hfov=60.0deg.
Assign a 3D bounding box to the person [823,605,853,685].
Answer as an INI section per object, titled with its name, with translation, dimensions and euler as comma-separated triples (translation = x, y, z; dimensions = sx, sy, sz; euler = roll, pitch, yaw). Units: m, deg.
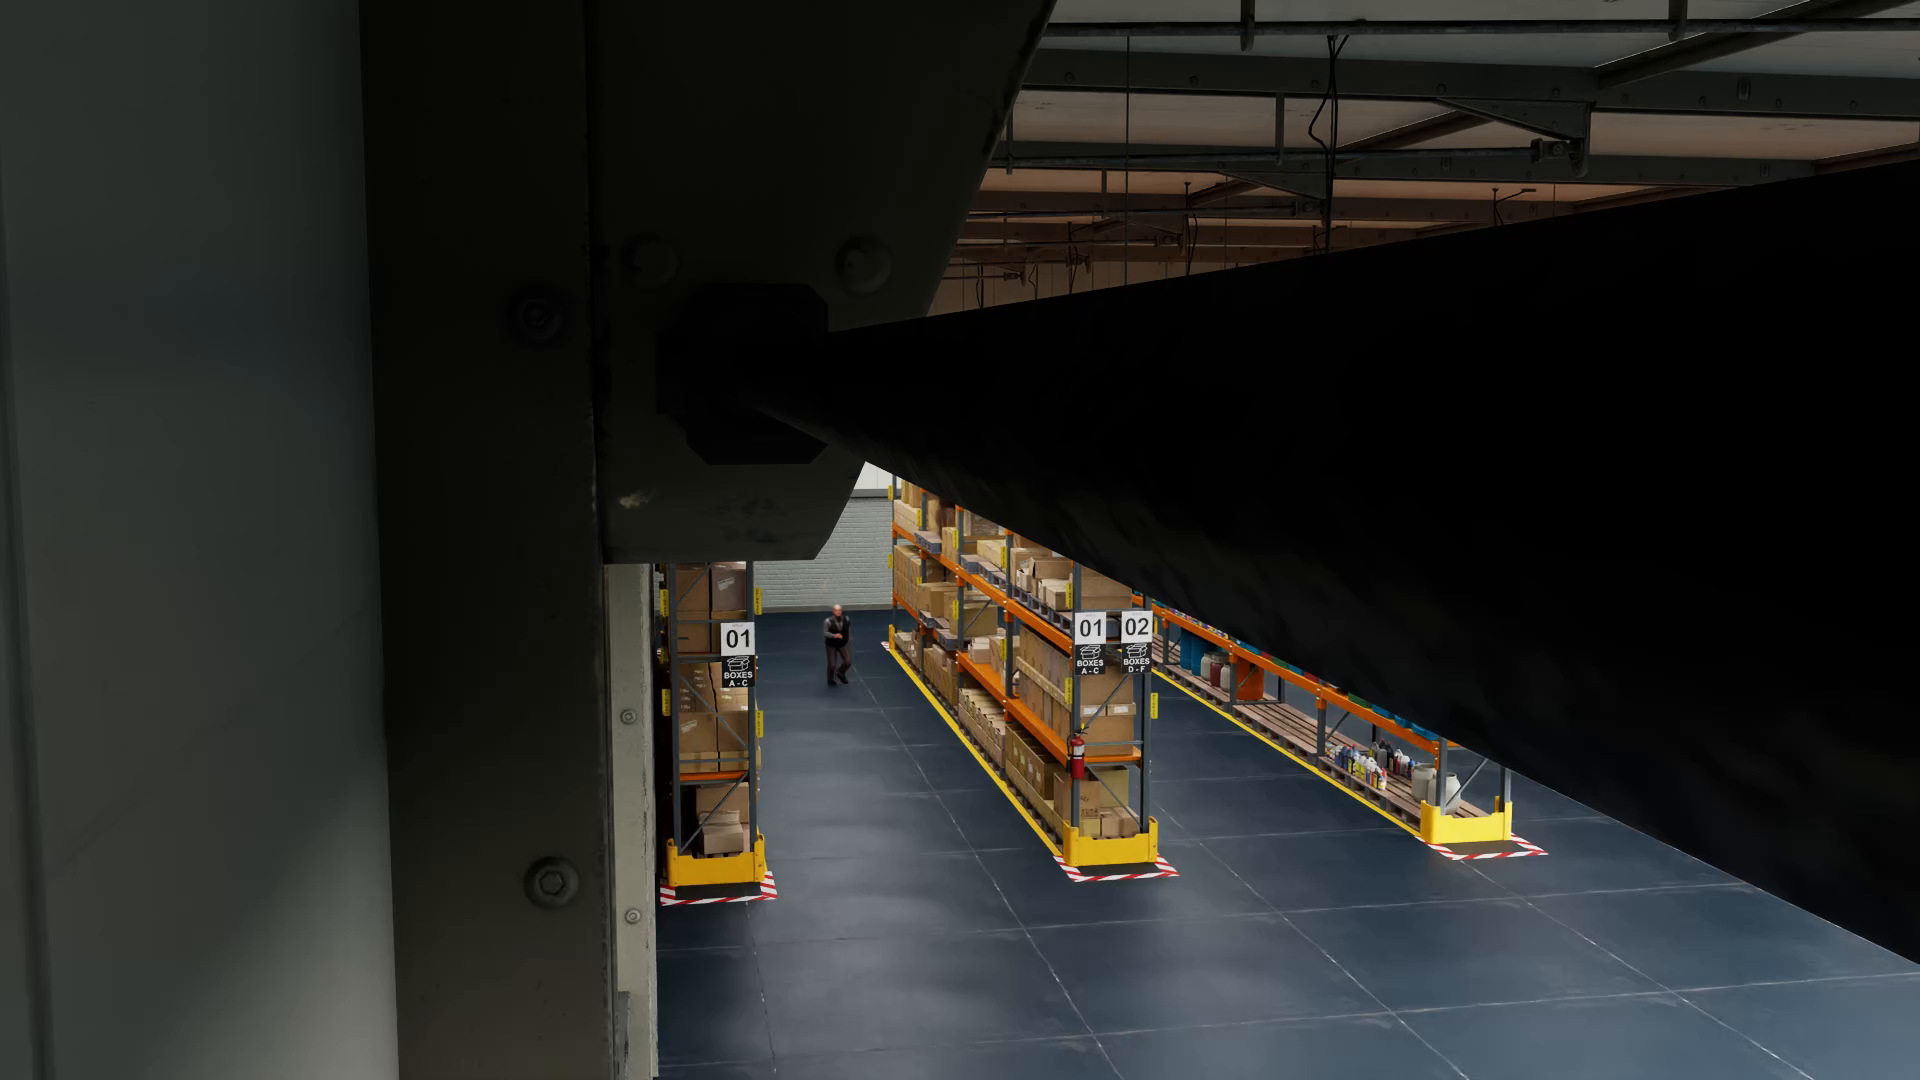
[person]
translation = -2.365, 2.040, 32.211
dimensions = 0.660, 1.612, 0.888
euler = -3, 7, -22
